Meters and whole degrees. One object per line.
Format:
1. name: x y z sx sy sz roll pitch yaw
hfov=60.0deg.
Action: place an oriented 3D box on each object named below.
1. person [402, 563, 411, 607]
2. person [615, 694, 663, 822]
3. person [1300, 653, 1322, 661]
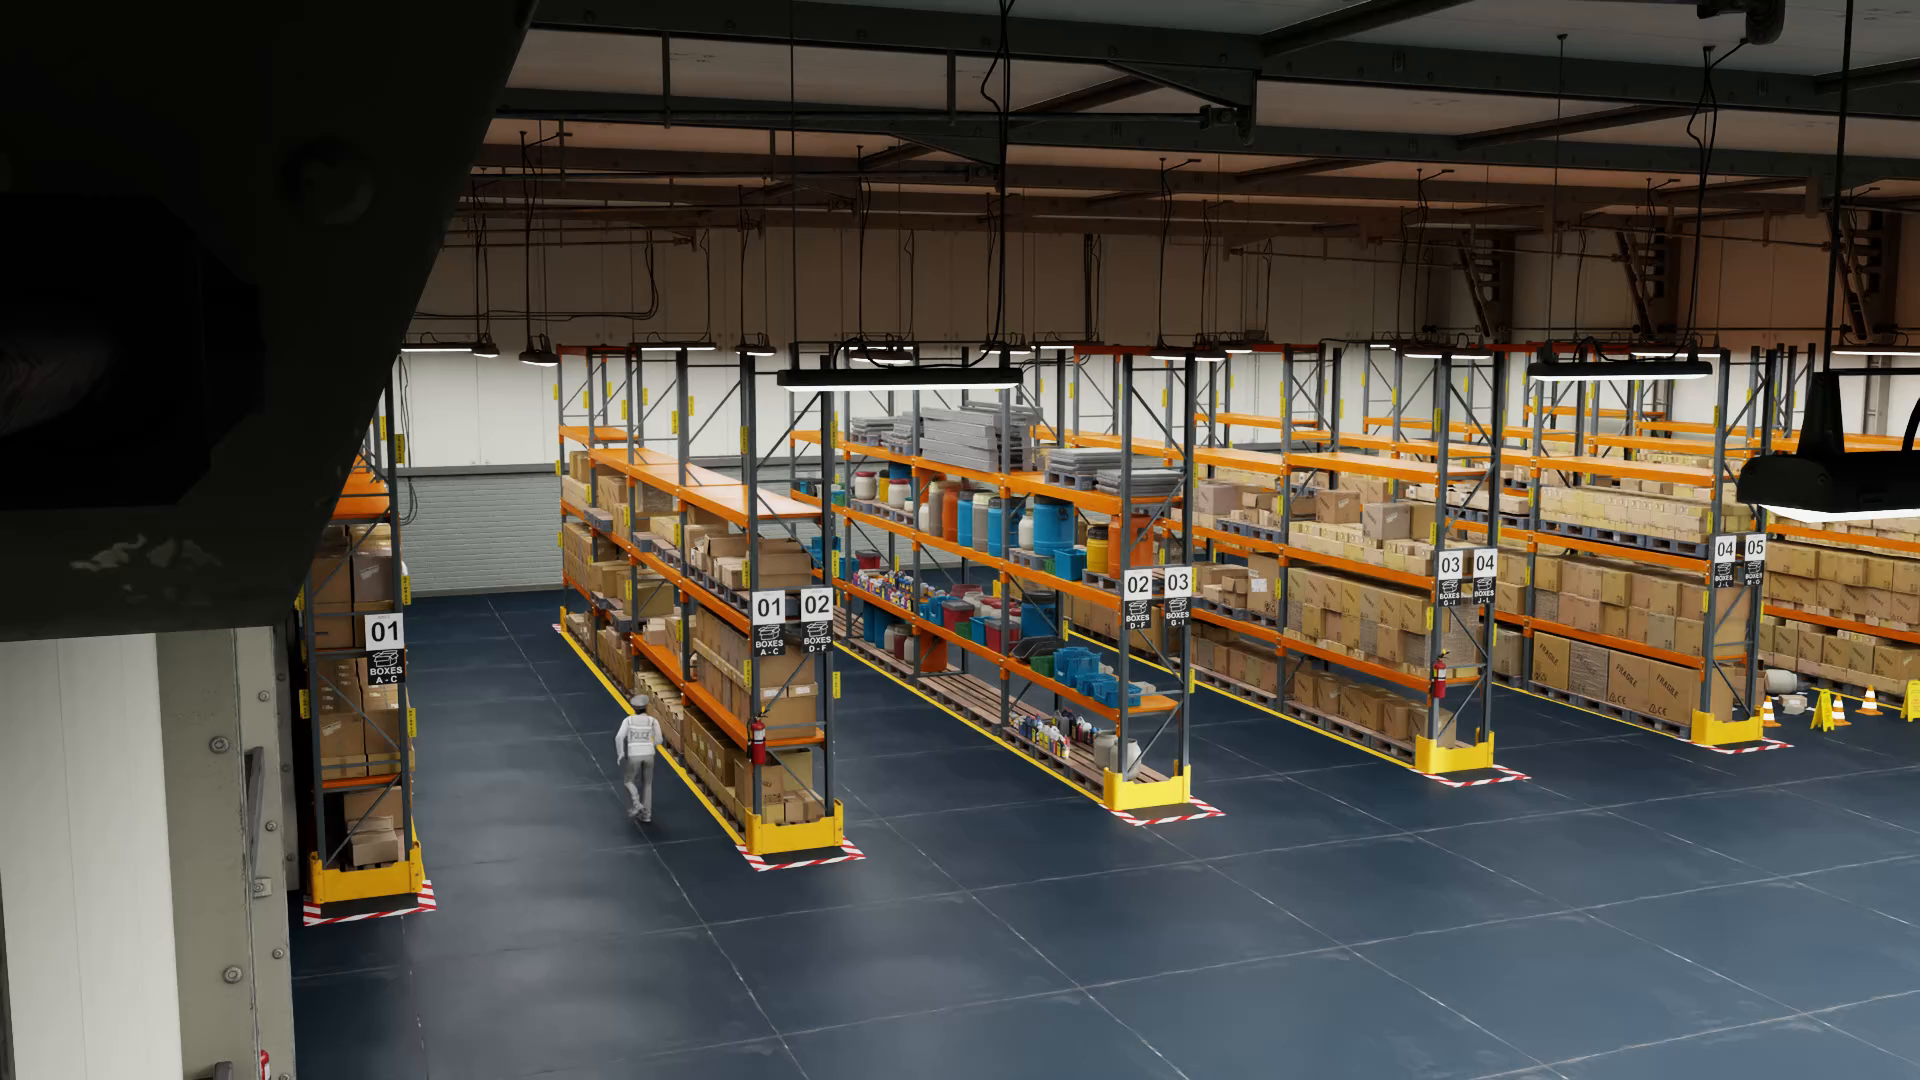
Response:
1. person: -11.929 1.030 35.234 0.514 1.622 1.041 -4 8 -30
2. person: -4.161 2.821 21.599 0.622 1.580 0.708 -3 8 -19
3. person: 6.742 1.461 31.749 0.554 1.749 0.498 -6 10 -42
